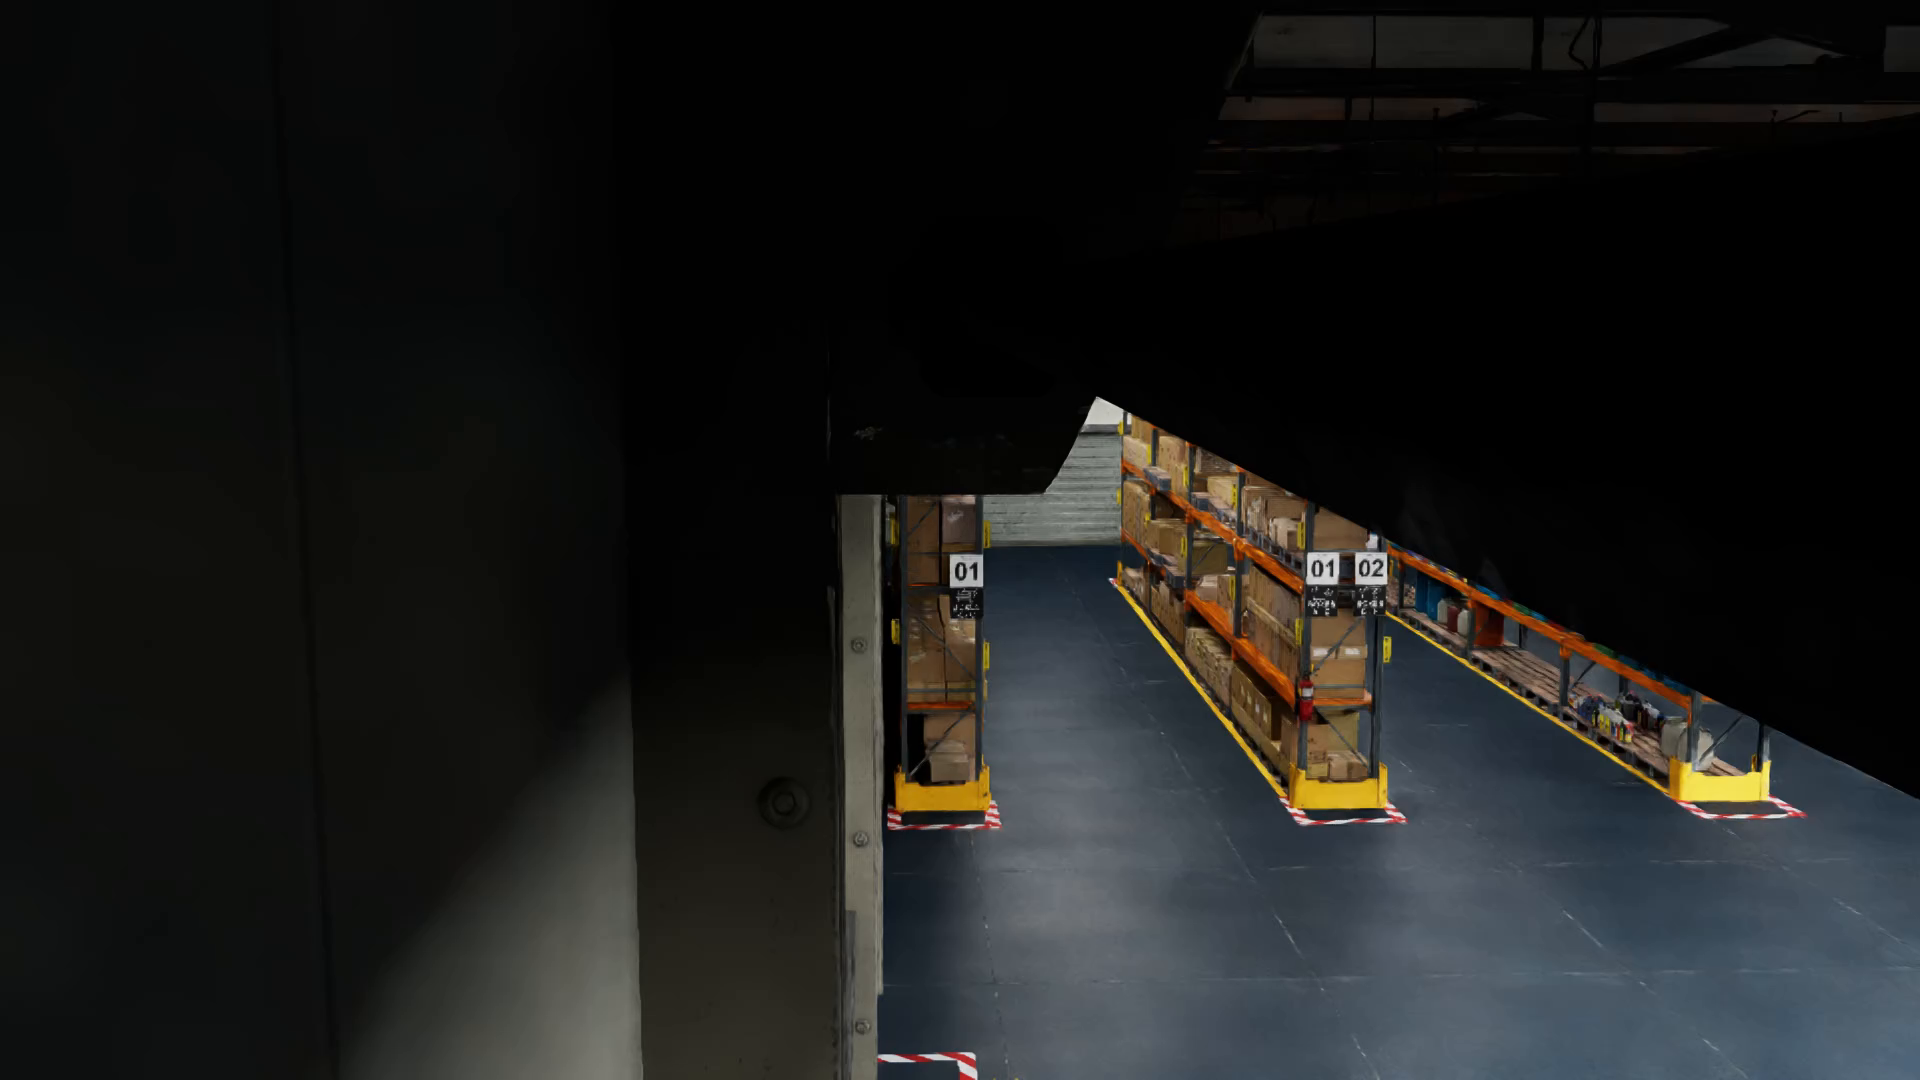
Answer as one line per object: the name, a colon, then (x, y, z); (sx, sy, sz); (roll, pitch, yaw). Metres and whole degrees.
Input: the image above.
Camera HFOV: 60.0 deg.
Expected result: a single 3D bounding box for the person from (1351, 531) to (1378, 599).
person: (8.251, 0.489, 33.809); (0.629, 1.737, 1.011); (4, 9, 25)
